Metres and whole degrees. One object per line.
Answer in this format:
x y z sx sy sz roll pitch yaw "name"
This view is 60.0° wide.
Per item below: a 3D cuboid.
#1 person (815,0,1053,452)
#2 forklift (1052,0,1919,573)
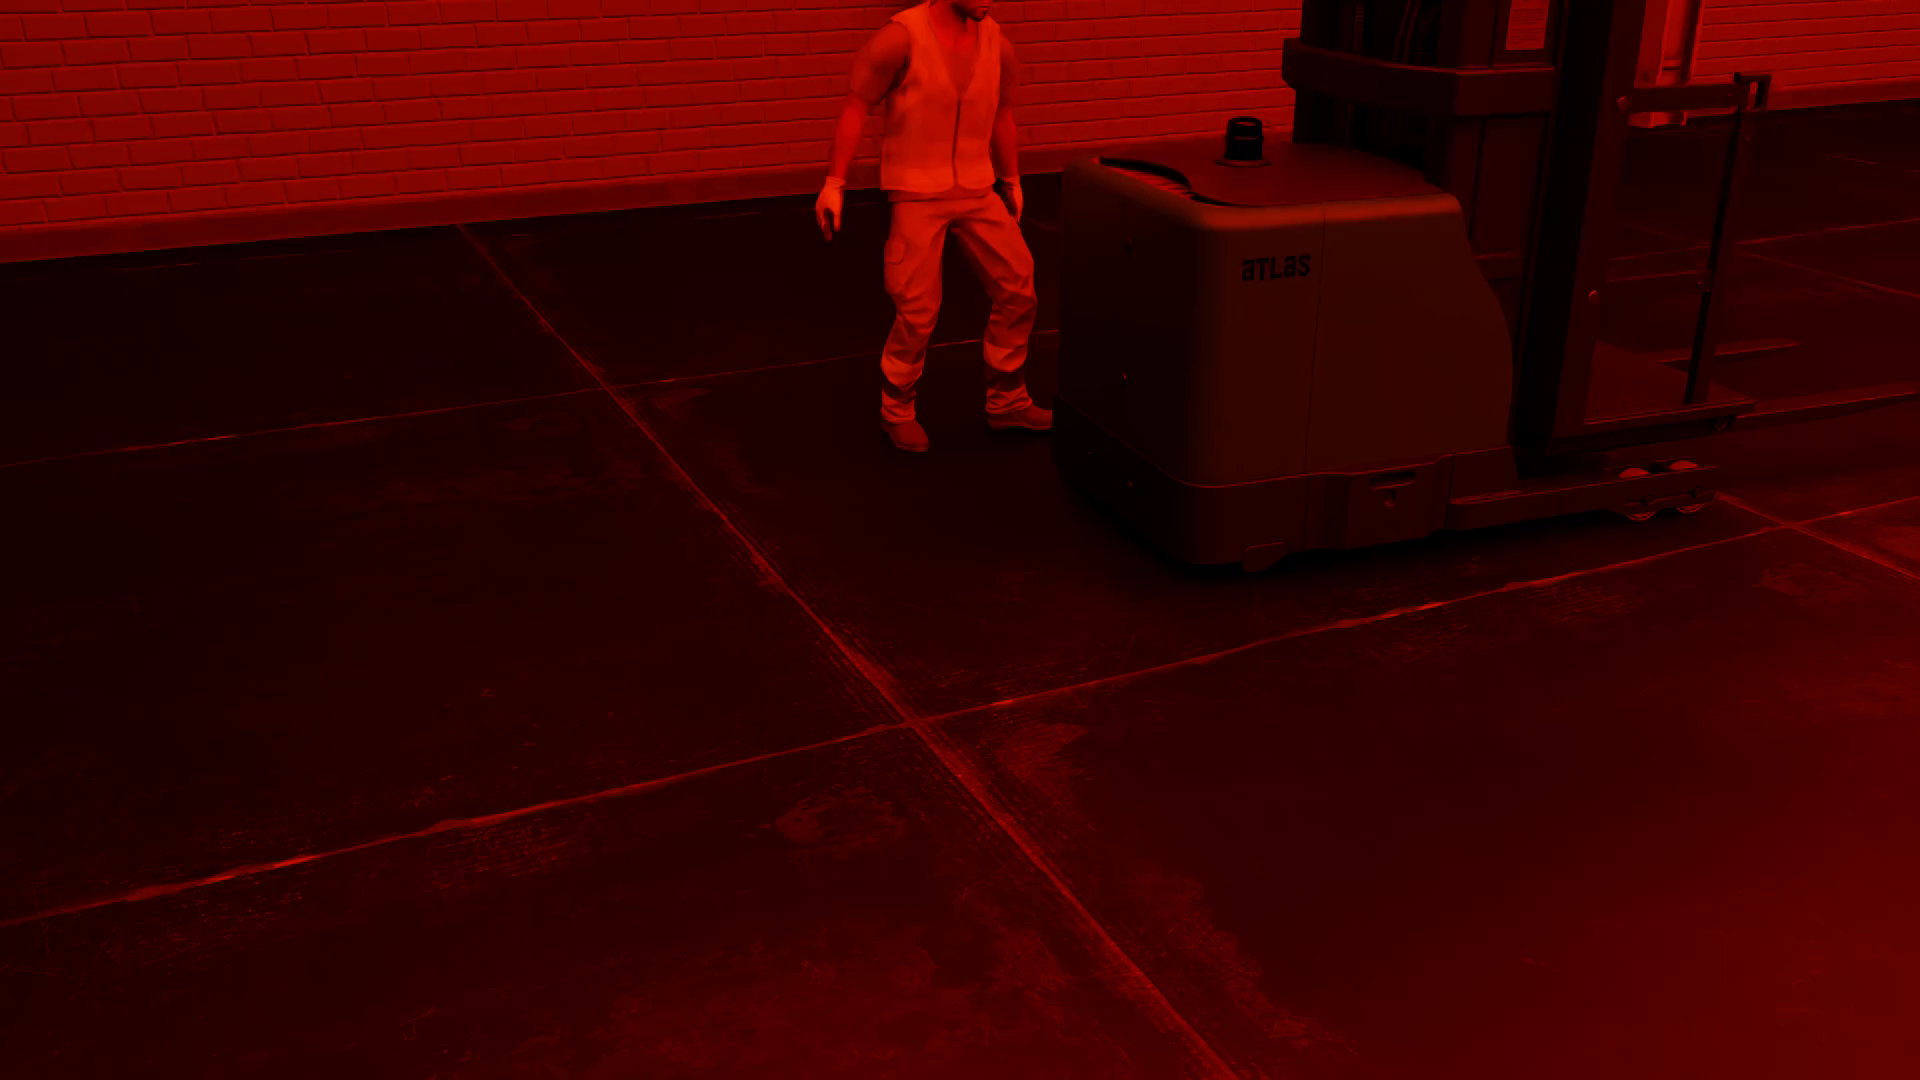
-0.040 -1.157 5.641 0.879 1.749 0.454 -11 25 -25 "person"
1.879 -1.593 5.122 3.031 2.935 1.130 -8 24 -19 "forklift"
